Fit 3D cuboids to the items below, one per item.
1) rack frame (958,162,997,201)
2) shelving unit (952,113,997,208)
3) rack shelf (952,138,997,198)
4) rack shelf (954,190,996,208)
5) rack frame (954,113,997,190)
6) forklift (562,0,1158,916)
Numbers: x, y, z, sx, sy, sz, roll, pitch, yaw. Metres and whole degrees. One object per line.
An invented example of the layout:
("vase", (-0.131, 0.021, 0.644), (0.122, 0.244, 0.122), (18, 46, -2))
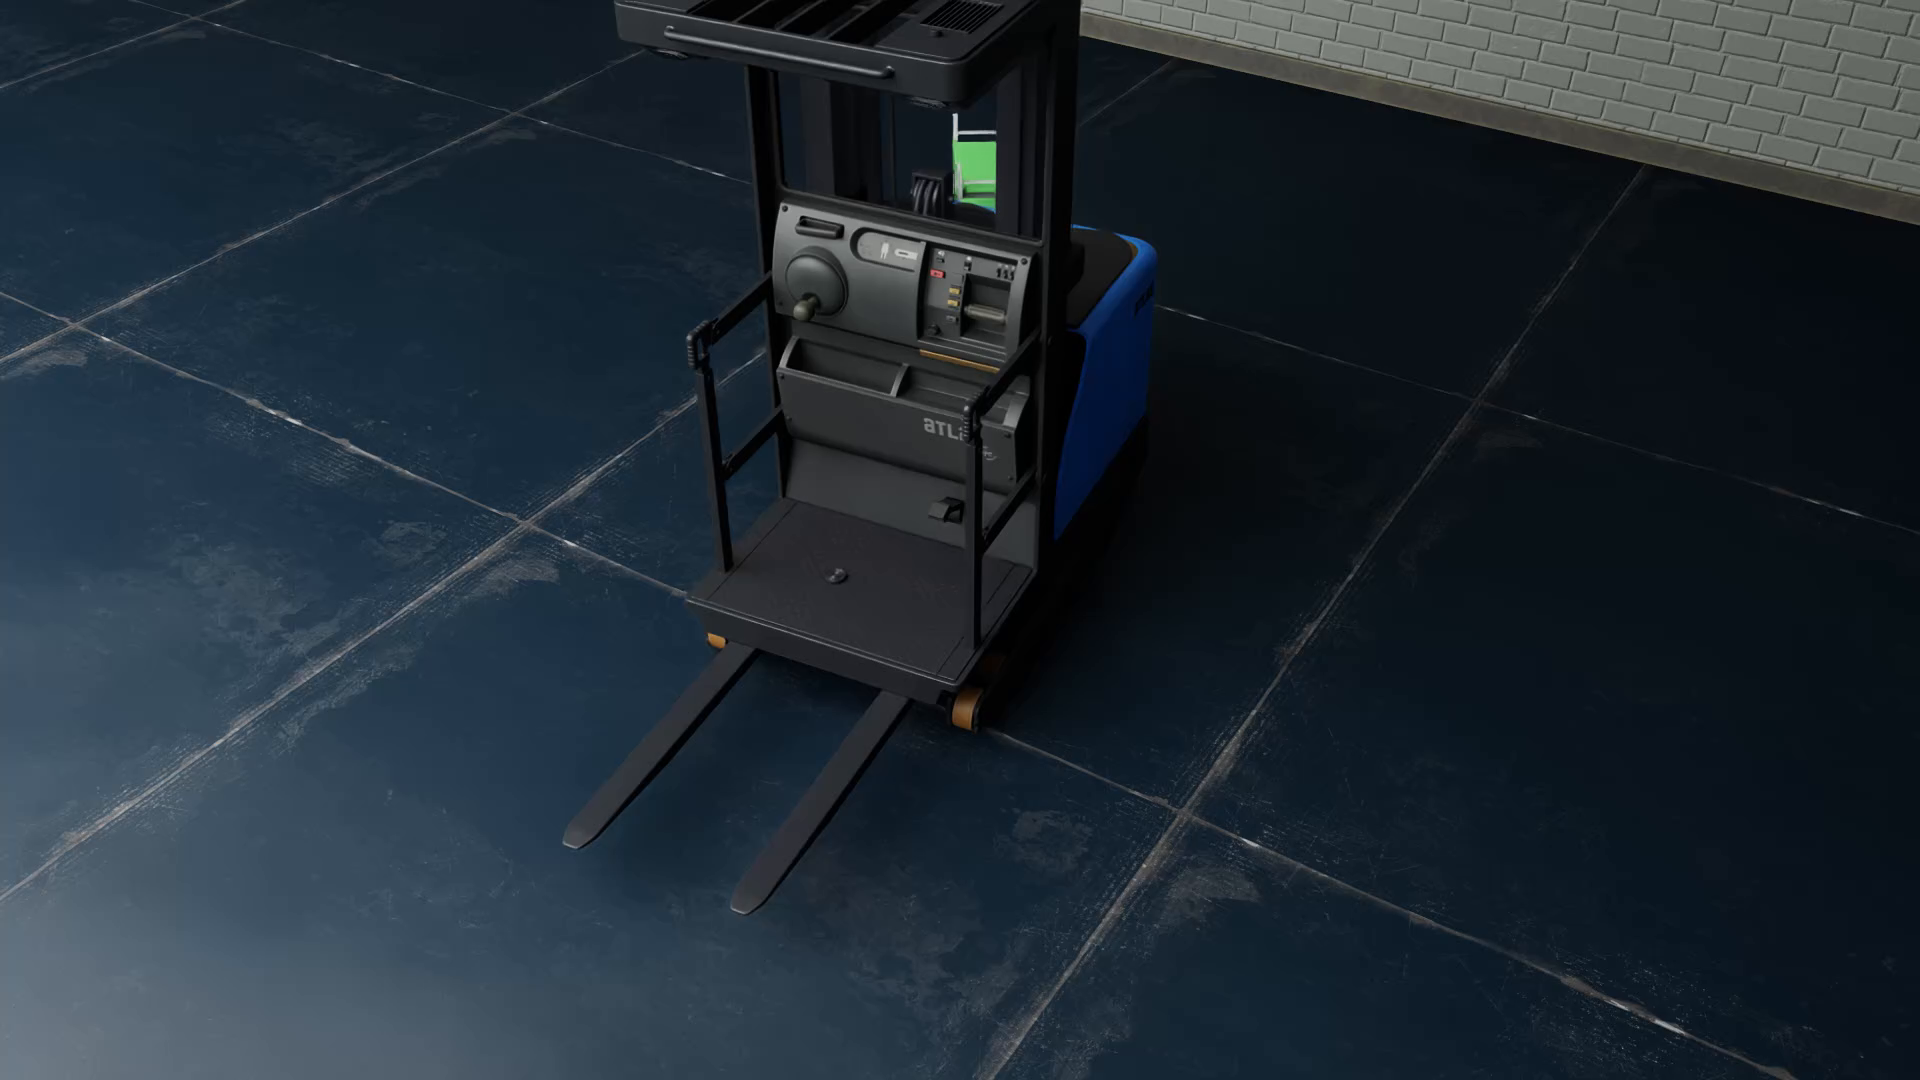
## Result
("rack frame", (0.113, -1.068, 7.152), (0.240, 1.200, 0.015), (-1, 38, -2))
("shelving unit", (0.104, -1.216, 7.345), (0.258, 1.200, 0.503), (-1, 38, -2))
("rack shelf", (0.104, -1.546, 7.091), (0.258, 0.148, 0.480), (-1, 38, -2))
("rack shelf", (0.104, -1.356, 7.238), (0.258, 0.148, 0.480), (-1, 38, -2))
("rack frame", (0.094, -1.365, 7.538), (0.240, 1.200, 0.015), (-1, 38, -2))
("forklift", (-0.292, -0.793, 5.378), (1.130, 2.935, 3.031), (16, 40, 20))
